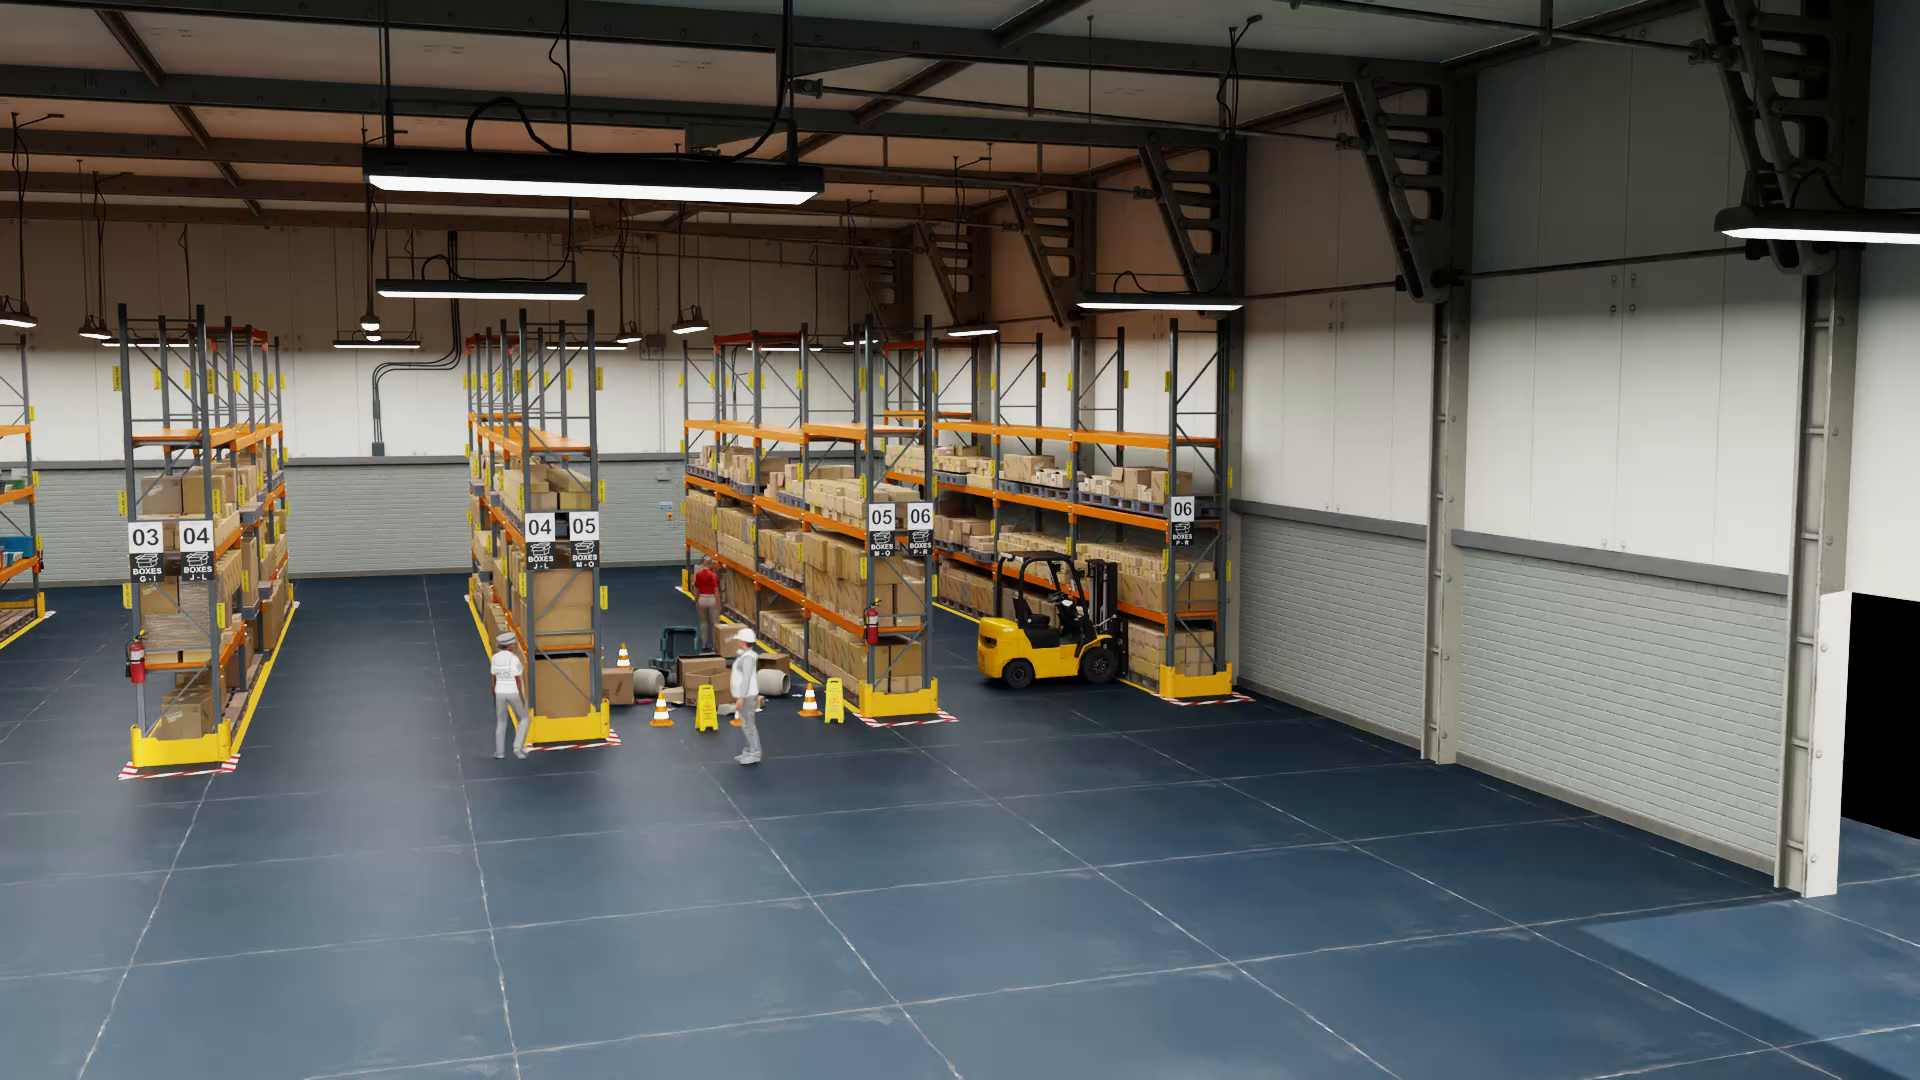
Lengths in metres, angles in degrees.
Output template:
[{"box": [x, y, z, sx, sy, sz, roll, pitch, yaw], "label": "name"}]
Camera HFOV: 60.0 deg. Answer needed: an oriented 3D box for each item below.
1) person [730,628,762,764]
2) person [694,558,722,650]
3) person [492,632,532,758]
[{"box": [-2.818, 2.051, 21.884, 0.401, 1.793, 0.606, -1, 5, -9], "label": "person"}, {"box": [-4.725, 1.200, 31.217, 0.562, 1.730, 0.571, 1, 5, 6], "label": "person"}, {"box": [-5.999, 2.083, 22.123, 0.519, 1.691, 0.370, 1, 5, 9], "label": "person"}]
